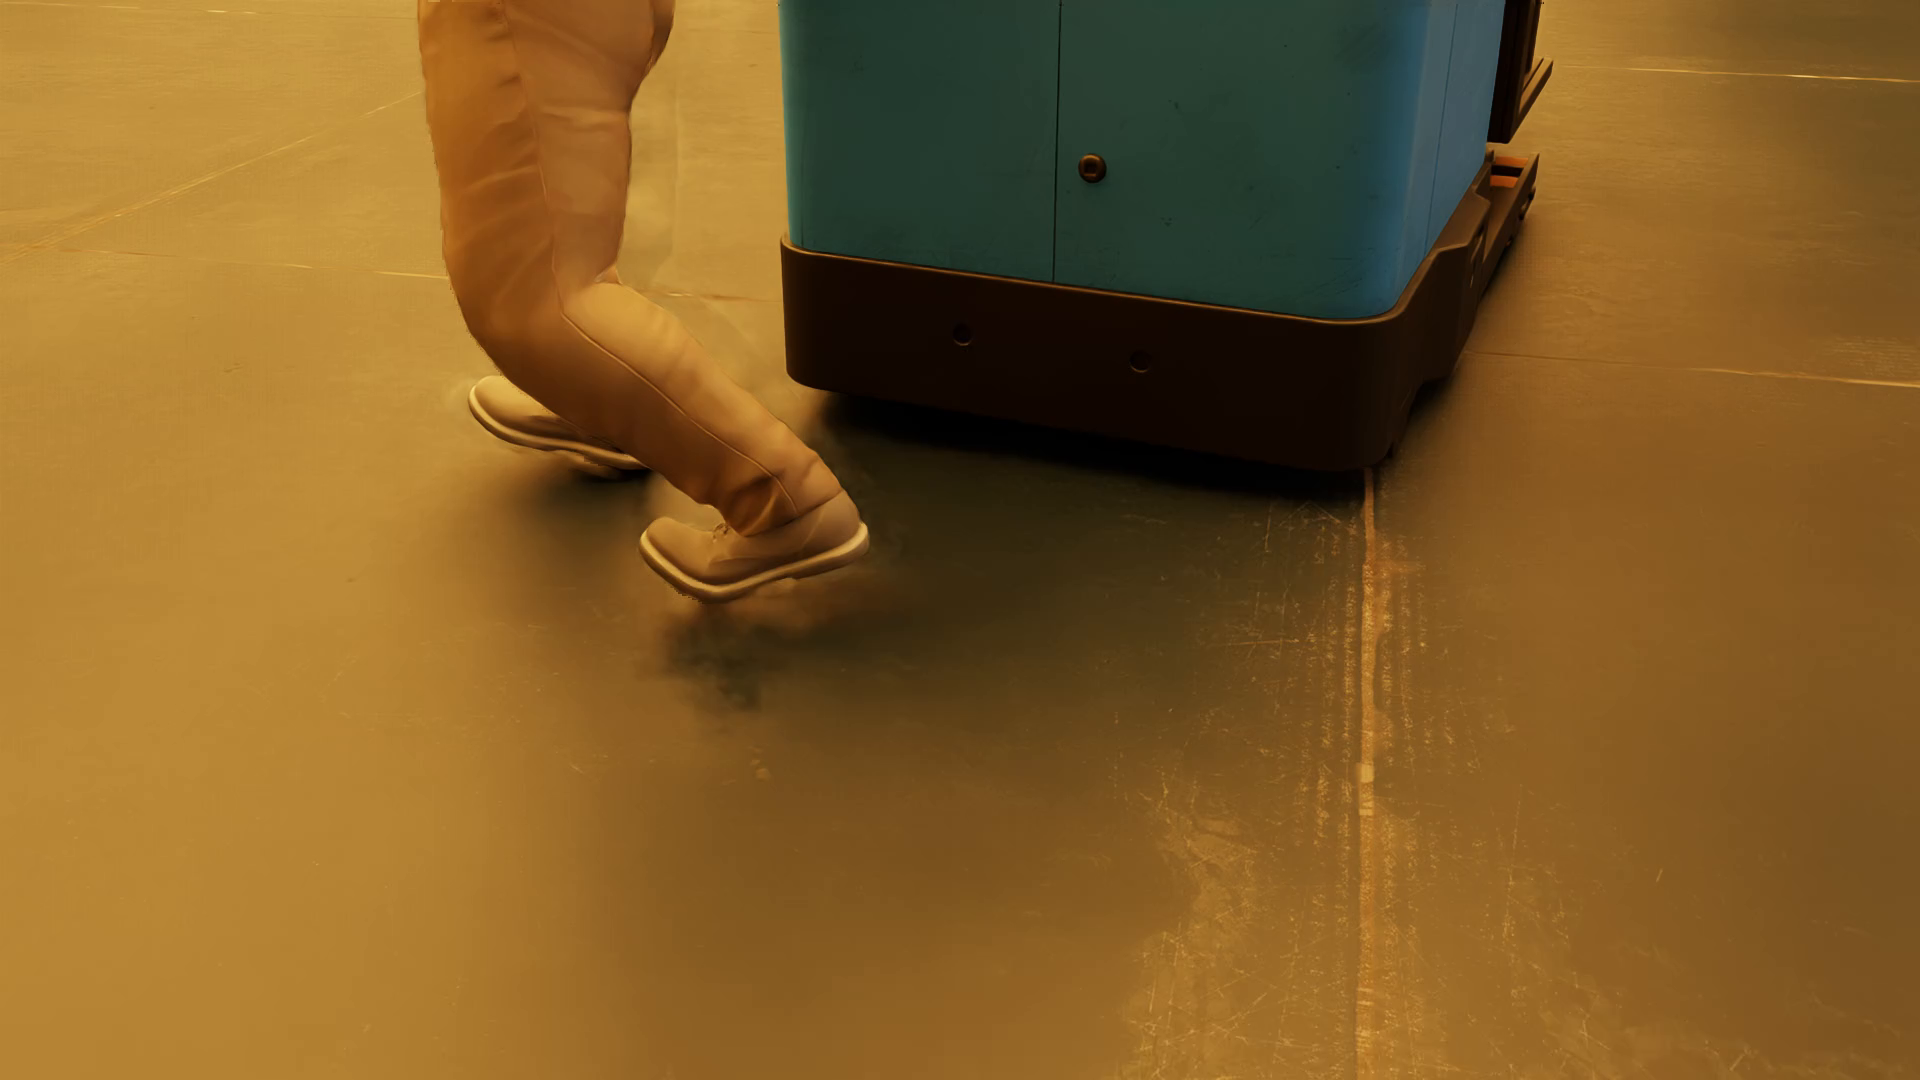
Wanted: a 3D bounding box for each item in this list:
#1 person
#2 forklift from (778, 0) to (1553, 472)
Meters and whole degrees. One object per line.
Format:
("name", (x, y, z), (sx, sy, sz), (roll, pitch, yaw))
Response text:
("person", (-0.535, -0.768, 2.273), (0.862, 1.554, 0.869), (1, 27, 3))
("forklift", (0.745, -2.053, 3.315), (1.130, 2.935, 3.031), (11, 29, 21))
